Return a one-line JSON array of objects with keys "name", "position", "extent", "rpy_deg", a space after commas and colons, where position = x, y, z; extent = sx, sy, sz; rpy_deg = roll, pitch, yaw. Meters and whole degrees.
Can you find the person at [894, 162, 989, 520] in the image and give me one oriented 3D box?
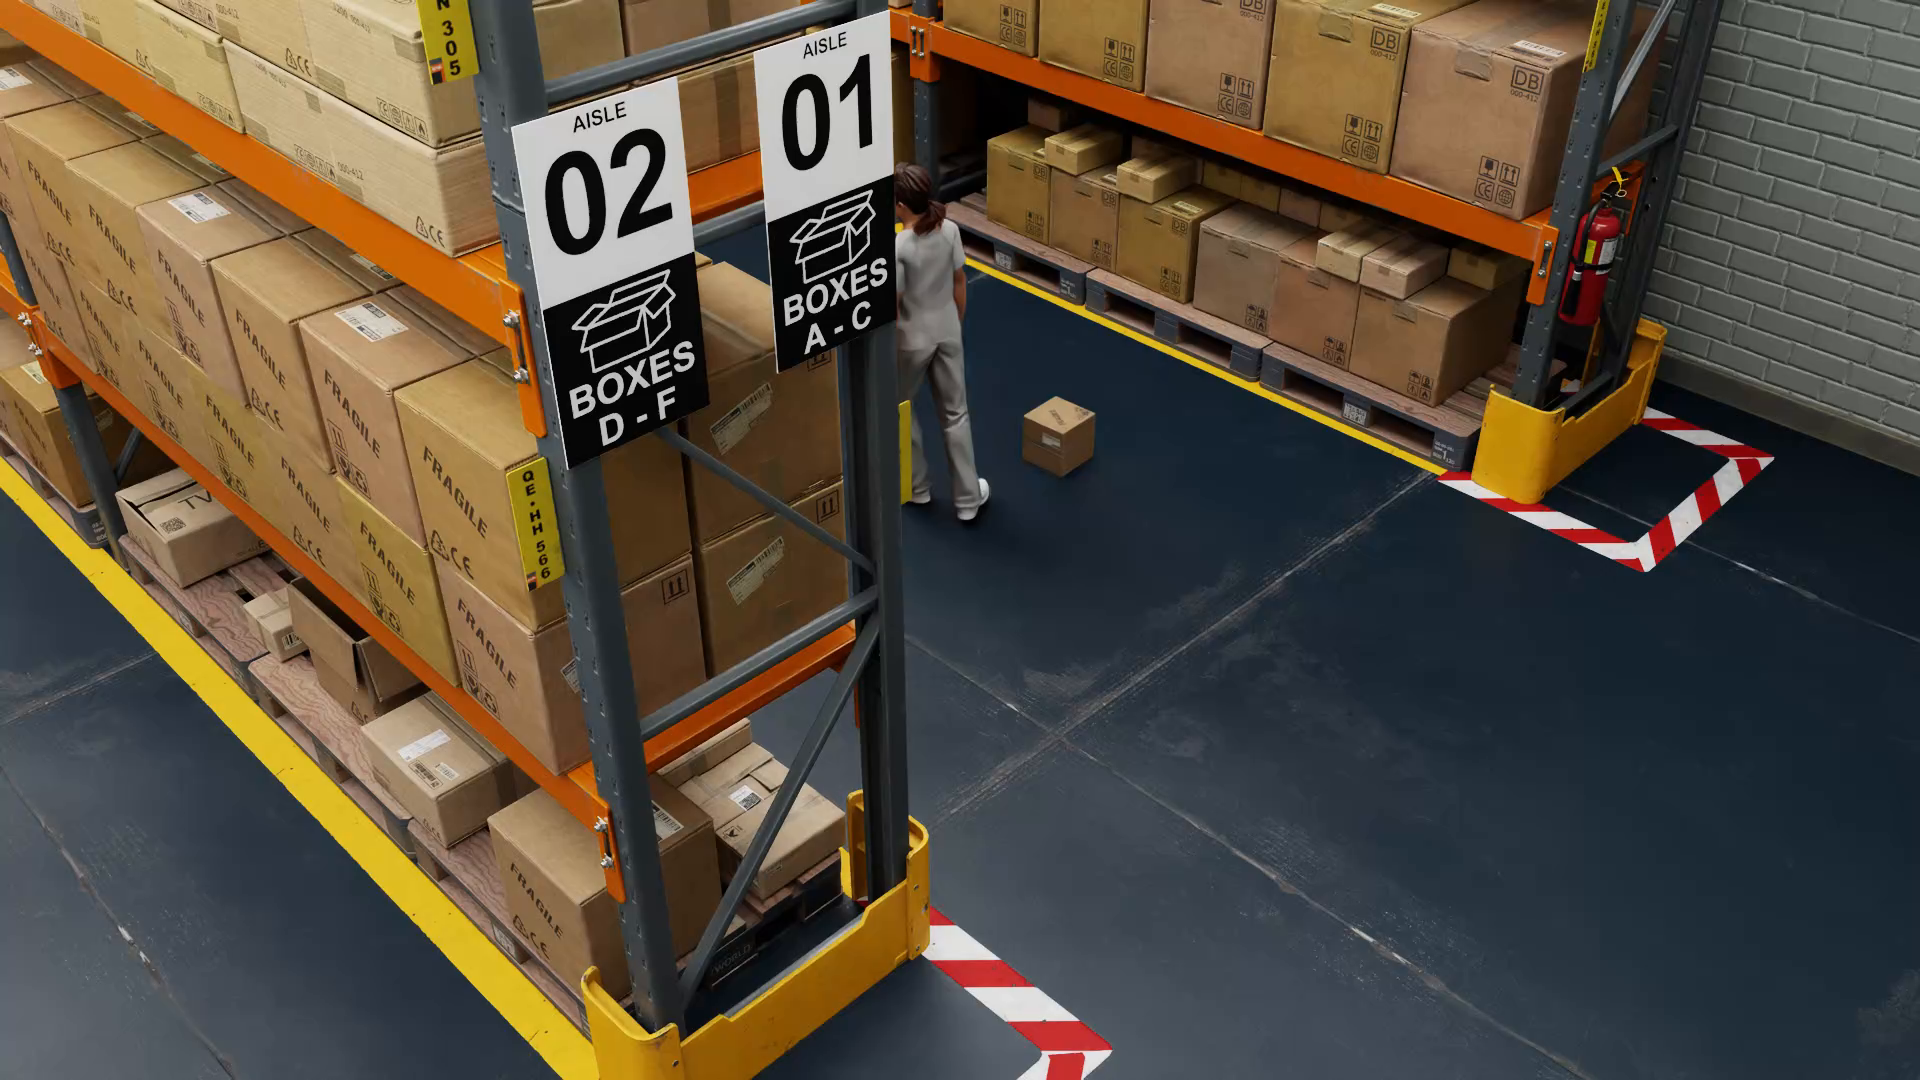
[{"name": "person", "position": [-0.129, -0.858, 7.354], "extent": [0.500, 1.664, 0.558], "rpy_deg": [-21, 41, -26]}]
